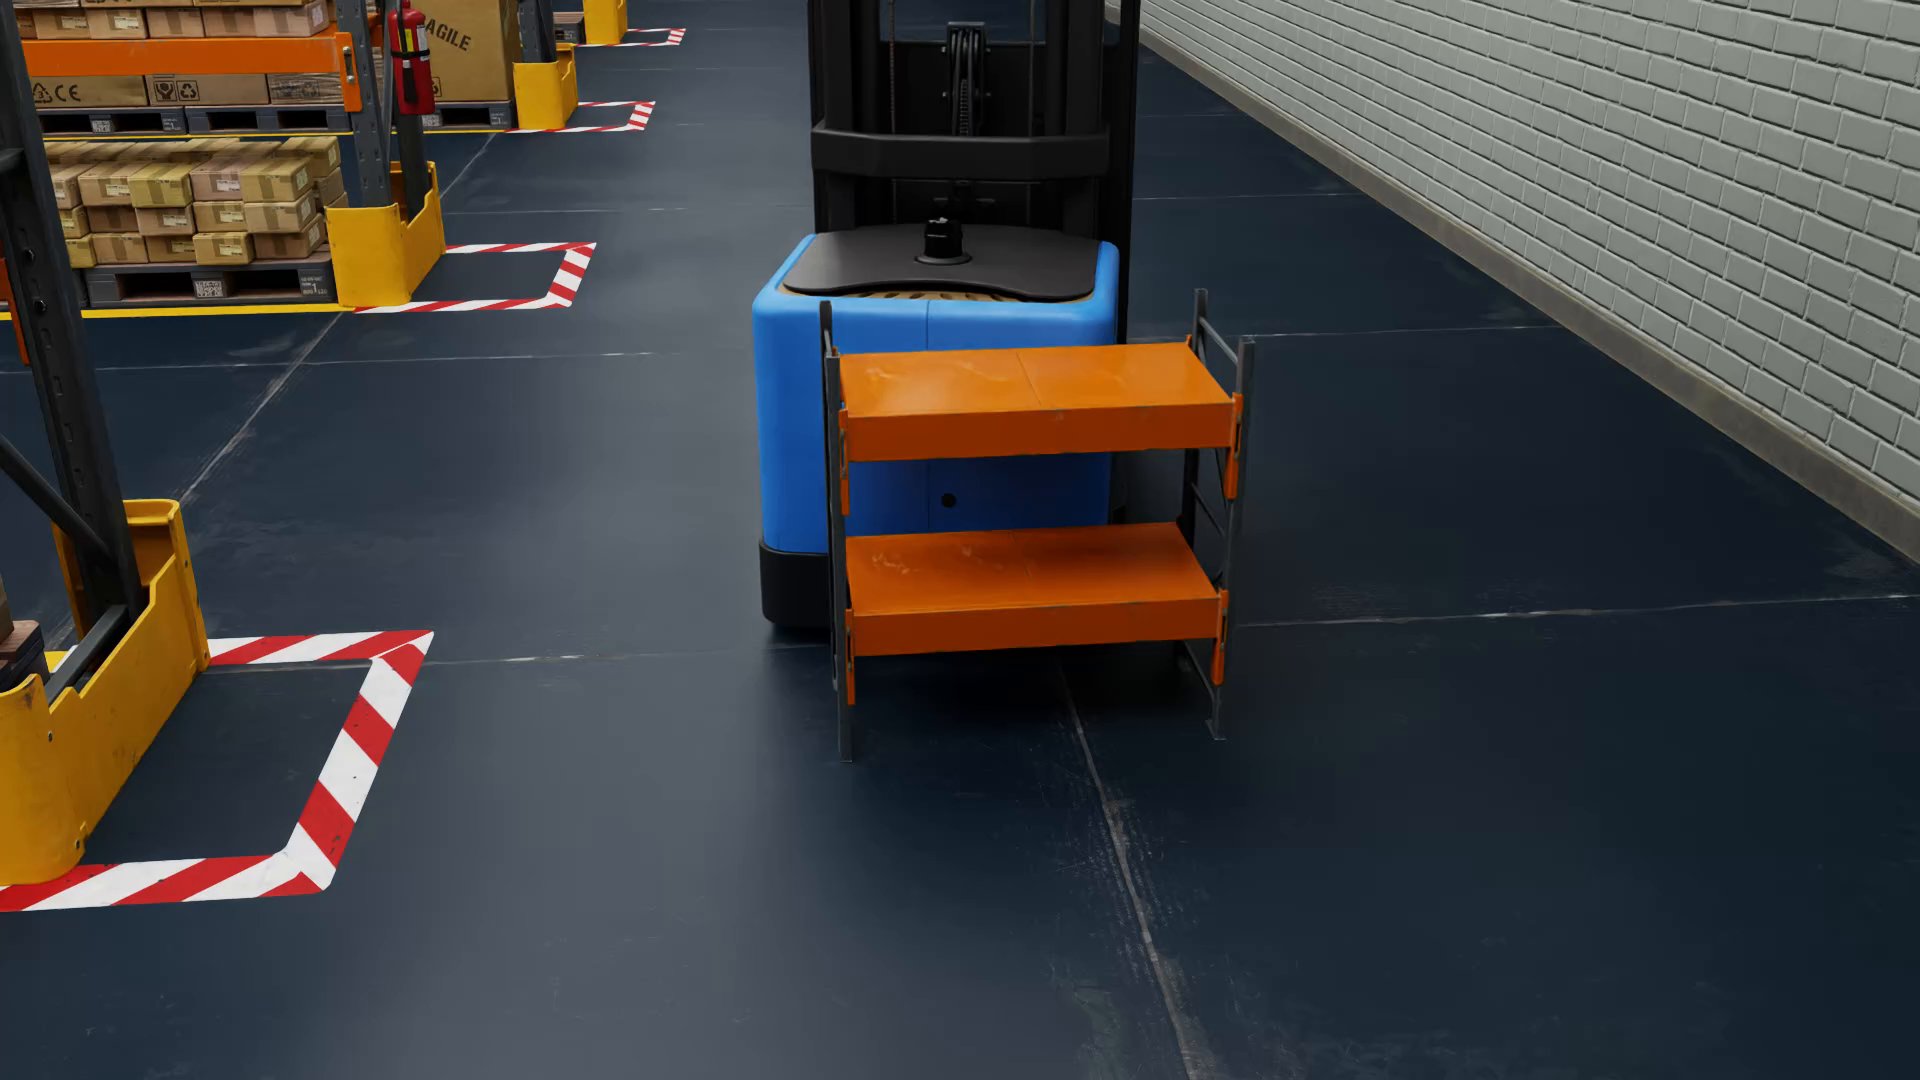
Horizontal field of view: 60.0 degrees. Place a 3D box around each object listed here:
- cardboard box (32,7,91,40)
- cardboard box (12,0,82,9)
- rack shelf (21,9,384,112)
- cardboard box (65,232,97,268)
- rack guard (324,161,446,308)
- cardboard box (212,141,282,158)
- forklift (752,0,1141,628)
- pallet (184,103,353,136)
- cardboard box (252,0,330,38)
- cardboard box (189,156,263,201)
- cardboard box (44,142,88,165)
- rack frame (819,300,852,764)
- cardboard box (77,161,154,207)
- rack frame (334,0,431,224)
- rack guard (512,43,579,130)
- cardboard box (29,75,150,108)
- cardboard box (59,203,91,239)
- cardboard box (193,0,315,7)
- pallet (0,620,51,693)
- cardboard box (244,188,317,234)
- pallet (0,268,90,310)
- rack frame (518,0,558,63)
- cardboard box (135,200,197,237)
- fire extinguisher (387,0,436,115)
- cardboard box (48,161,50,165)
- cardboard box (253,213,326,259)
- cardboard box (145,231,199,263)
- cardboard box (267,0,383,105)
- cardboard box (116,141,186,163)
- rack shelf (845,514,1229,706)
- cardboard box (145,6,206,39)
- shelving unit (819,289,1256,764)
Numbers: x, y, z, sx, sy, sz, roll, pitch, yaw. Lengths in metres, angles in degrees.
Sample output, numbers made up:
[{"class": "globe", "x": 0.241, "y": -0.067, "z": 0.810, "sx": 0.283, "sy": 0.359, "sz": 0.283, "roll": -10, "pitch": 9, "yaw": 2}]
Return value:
[{"class": "cardboard box", "x": -4.268, "y": -2.516, "z": 8.026, "sx": 0.250, "sy": 0.149, "sz": 0.380, "roll": -3, "pitch": 24, "yaw": -7}, {"class": "cardboard box", "x": -4.394, "y": -2.804, "z": 7.876, "sx": 0.500, "sy": 0.500, "sz": 0.500, "roll": -2, "pitch": 24, "yaw": -5}, {"class": "rack shelf", "x": -4.946, "y": -2.378, "z": 8.293, "sx": 4.000, "sy": 0.370, "sz": 1.077, "roll": -2, "pitch": 24, "yaw": -5}, {"class": "cardboard box", "x": -4.468, "y": -1.493, "z": 8.409, "sx": 0.250, "sy": 0.149, "sz": 0.380, "roll": -3, "pitch": 24, "yaw": -8}, {"class": "rack guard", "x": -3.031, "y": -1.642, "z": 8.828, "sx": 0.348, "sy": 0.500, "sz": 1.175, "roll": -2, "pitch": 24, "yaw": -5}, {"class": "cardboard box", "x": -3.773, "y": -2.005, "z": 8.827, "sx": 0.250, "sy": 0.149, "sz": 0.380, "roll": -2, "pitch": 24, "yaw": -4}, {"class": "forklift", "x": 0.071, "y": -1.607, "z": 5.756, "sx": 1.130, "sy": 2.935, "sz": 3.031, "roll": 3, "pitch": 24, "yaw": 6}, {"class": "pallet", "x": -5.342, "y": -3.410, "z": 13.163, "sx": 1.213, "sy": 0.211, "sz": 1.003, "roll": -2, "pitch": 24, "yaw": -5}, {"class": "cardboard box", "x": -3.252, "y": -2.545, "z": 8.091, "sx": 0.250, "sy": 0.149, "sz": 0.380, "roll": -2, "pitch": 24, "yaw": -5}, {"class": "cardboard box", "x": -3.713, "y": -1.837, "z": 8.451, "sx": 0.250, "sy": 0.149, "sz": 0.380, "roll": -2, "pitch": 24, "yaw": -4}, {"class": "cardboard box", "x": -4.818, "y": -2.004, "z": 8.825, "sx": 0.250, "sy": 0.149, "sz": 0.380, "roll": -2, "pitch": 24, "yaw": -4}, {"class": "rack frame", "x": -0.330, "y": -0.021, "z": 4.412, "sx": 0.032, "sy": 1.125, "sz": 0.500, "roll": -3, "pitch": 24, "yaw": -6}, {"class": "cardboard box", "x": -4.222, "y": -1.791, "z": 8.347, "sx": 0.250, "sy": 0.149, "sz": 0.380, "roll": -3, "pitch": 24, "yaw": -7}, {"class": "rack frame", "x": -2.955, "y": -2.787, "z": 8.327, "sx": 0.127, "sy": 3.000, "sz": 1.000, "roll": -2, "pitch": 24, "yaw": -5}, {"class": "rack guard", "x": -3.318, "y": -3.654, "z": 13.356, "sx": 0.348, "sy": 0.500, "sz": 1.175, "roll": -2, "pitch": 24, "yaw": -5}, {"class": "cardboard box", "x": -6.658, "y": -3.851, "z": 12.820, "sx": 0.875, "sy": 0.875, "sz": 0.875, "roll": -2, "pitch": 24, "yaw": -5}, {"class": "cardboard box", "x": -4.483, "y": -1.628, "z": 8.347, "sx": 0.250, "sy": 0.149, "sz": 0.380, "roll": -2, "pitch": 24, "yaw": -4}, {"class": "cardboard box", "x": -3.377, "y": -2.846, "z": 7.972, "sx": 0.500, "sy": 0.500, "sz": 0.500, "roll": -2, "pitch": 24, "yaw": -4}, {"class": "pallet", "x": -3.156, "y": 0.548, "z": 4.258, "sx": 1.213, "sy": 0.211, "sz": 1.003, "roll": -2, "pitch": 24, "yaw": -5}, {"class": "cardboard box", "x": -3.452, "y": -1.675, "z": 8.453, "sx": 0.250, "sy": 0.149, "sz": 0.380, "roll": -3, "pitch": 24, "yaw": -7}, {"class": "pallet", "x": -5.054, "y": -1.444, "z": 8.739, "sx": 1.213, "sy": 0.211, "sz": 1.003, "roll": -2, "pitch": 24, "yaw": -5}, {"class": "rack frame", "x": -3.342, "y": -4.796, "z": 12.846, "sx": 0.127, "sy": 3.000, "sz": 1.000, "roll": -2, "pitch": 24, "yaw": -5}, {"class": "cardboard box", "x": -3.969, "y": -1.654, "z": 8.405, "sx": 0.250, "sy": 0.149, "sz": 0.380, "roll": -3, "pitch": 24, "yaw": -7}, {"class": "fire extinguisher", "x": -2.659, "y": -2.405, "z": 8.021, "sx": 0.183, "sy": 0.674, "sz": 0.296, "roll": -2, "pitch": 24, "yaw": -5}, {"class": "cardboard box", "x": -4.757, "y": -1.792, "z": 8.349, "sx": 0.250, "sy": 0.149, "sz": 0.380, "roll": -3, "pitch": 24, "yaw": -7}, {"class": "cardboard box", "x": -3.459, "y": -1.571, "z": 8.584, "sx": 0.250, "sy": 0.149, "sz": 0.380, "roll": -2, "pitch": 24, "yaw": -4}, {"class": "cardboard box", "x": -3.976, "y": -1.544, "z": 8.523, "sx": 0.250, "sy": 0.149, "sz": 0.380, "roll": -2, "pitch": 24, "yaw": -5}, {"class": "cardboard box", "x": -4.877, "y": -3.922, "z": 12.981, "sx": 0.875, "sy": 0.875, "sz": 0.875, "roll": -2, "pitch": 24, "yaw": -5}, {"class": "cardboard box", "x": -4.275, "y": -2.003, "z": 8.824, "sx": 0.250, "sy": 0.149, "sz": 0.380, "roll": -3, "pitch": 24, "yaw": -8}, {"class": "rack shelf", "x": 0.175, "y": 0.179, "z": 4.564, "sx": 1.000, "sy": 0.278, "sz": 0.538, "roll": -3, "pitch": 24, "yaw": -6}, {"class": "cardboard box", "x": -3.751, "y": -2.534, "z": 8.067, "sx": 0.250, "sy": 0.149, "sz": 0.380, "roll": -3, "pitch": 24, "yaw": -6}, {"class": "shelving unit", "x": 0.175, "y": -0.044, "z": 4.464, "sx": 1.048, "sy": 1.125, "sz": 0.538, "roll": -3, "pitch": 24, "yaw": -6}]
